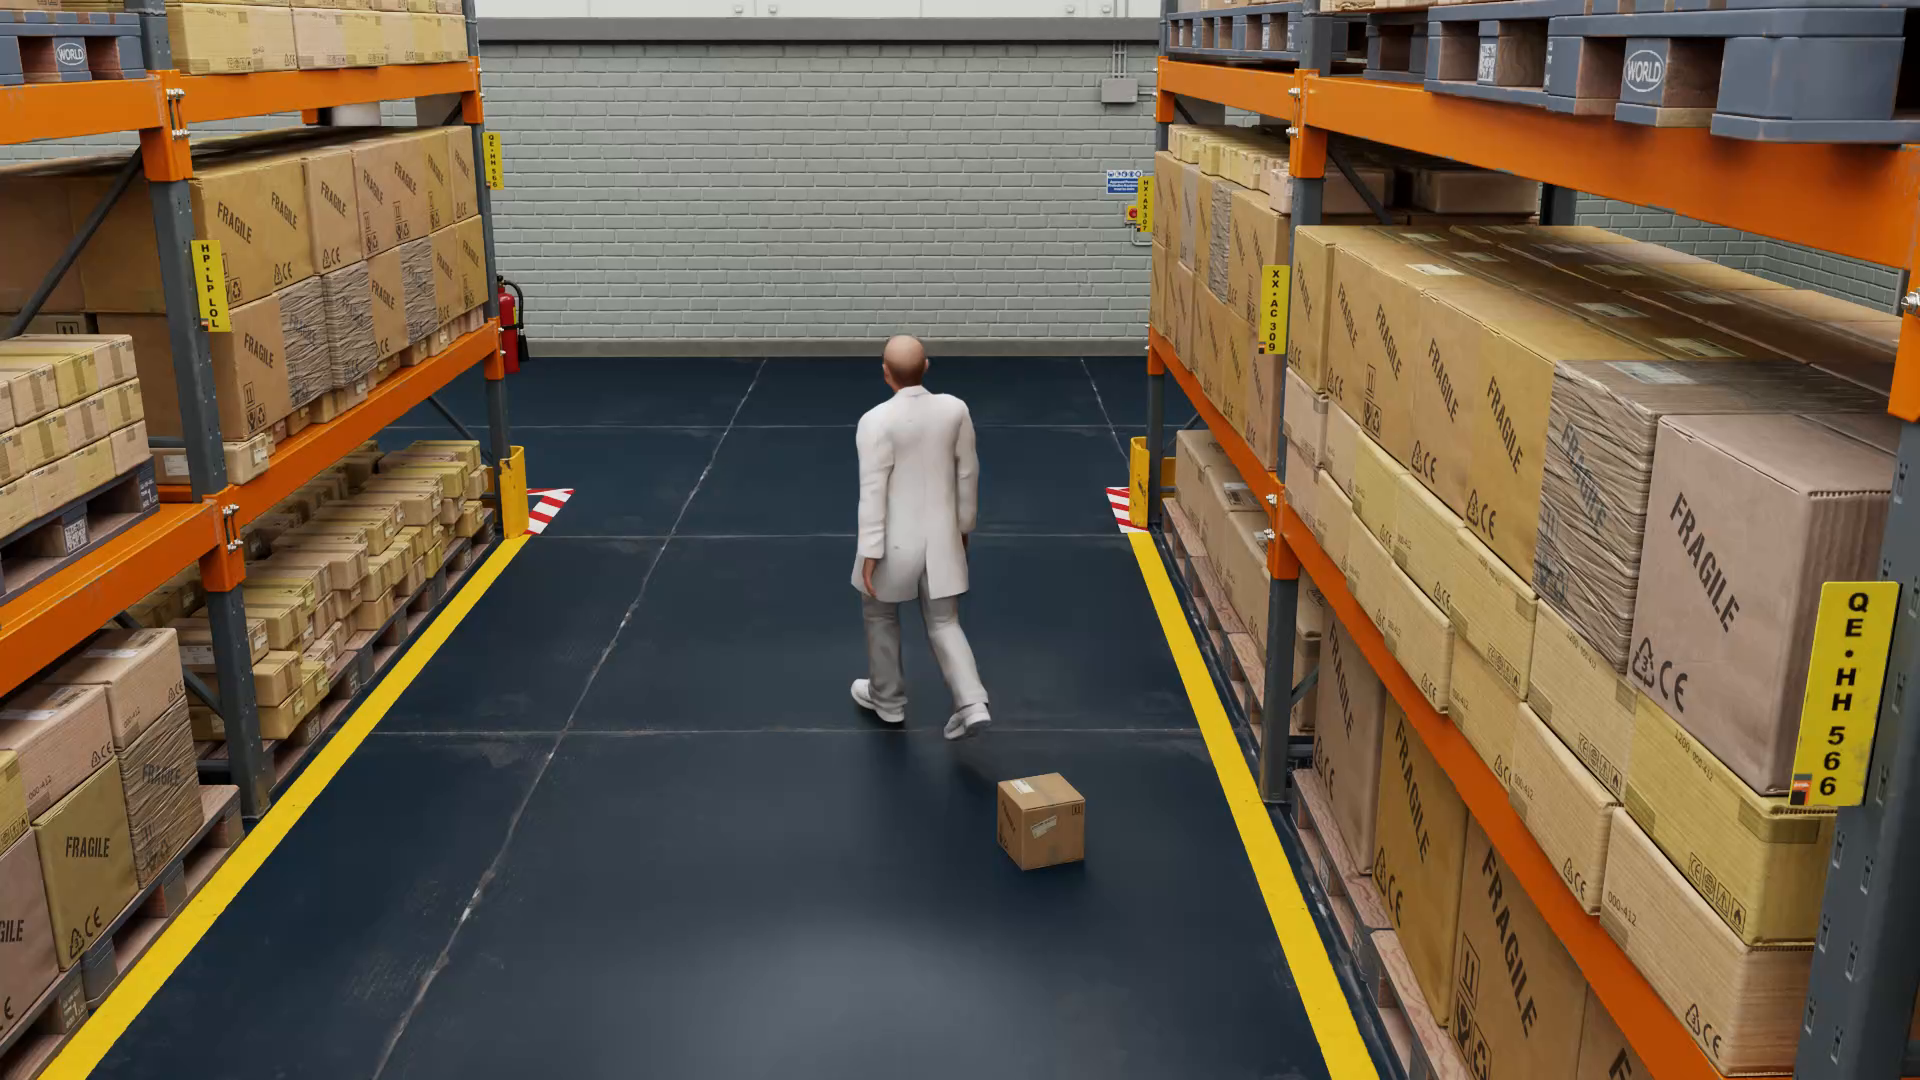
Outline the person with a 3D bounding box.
[{"bbox_3d":[-0.162,0.012,7.020,0.604,1.743,1.037,-8,19,-25],"label":"person"}]
